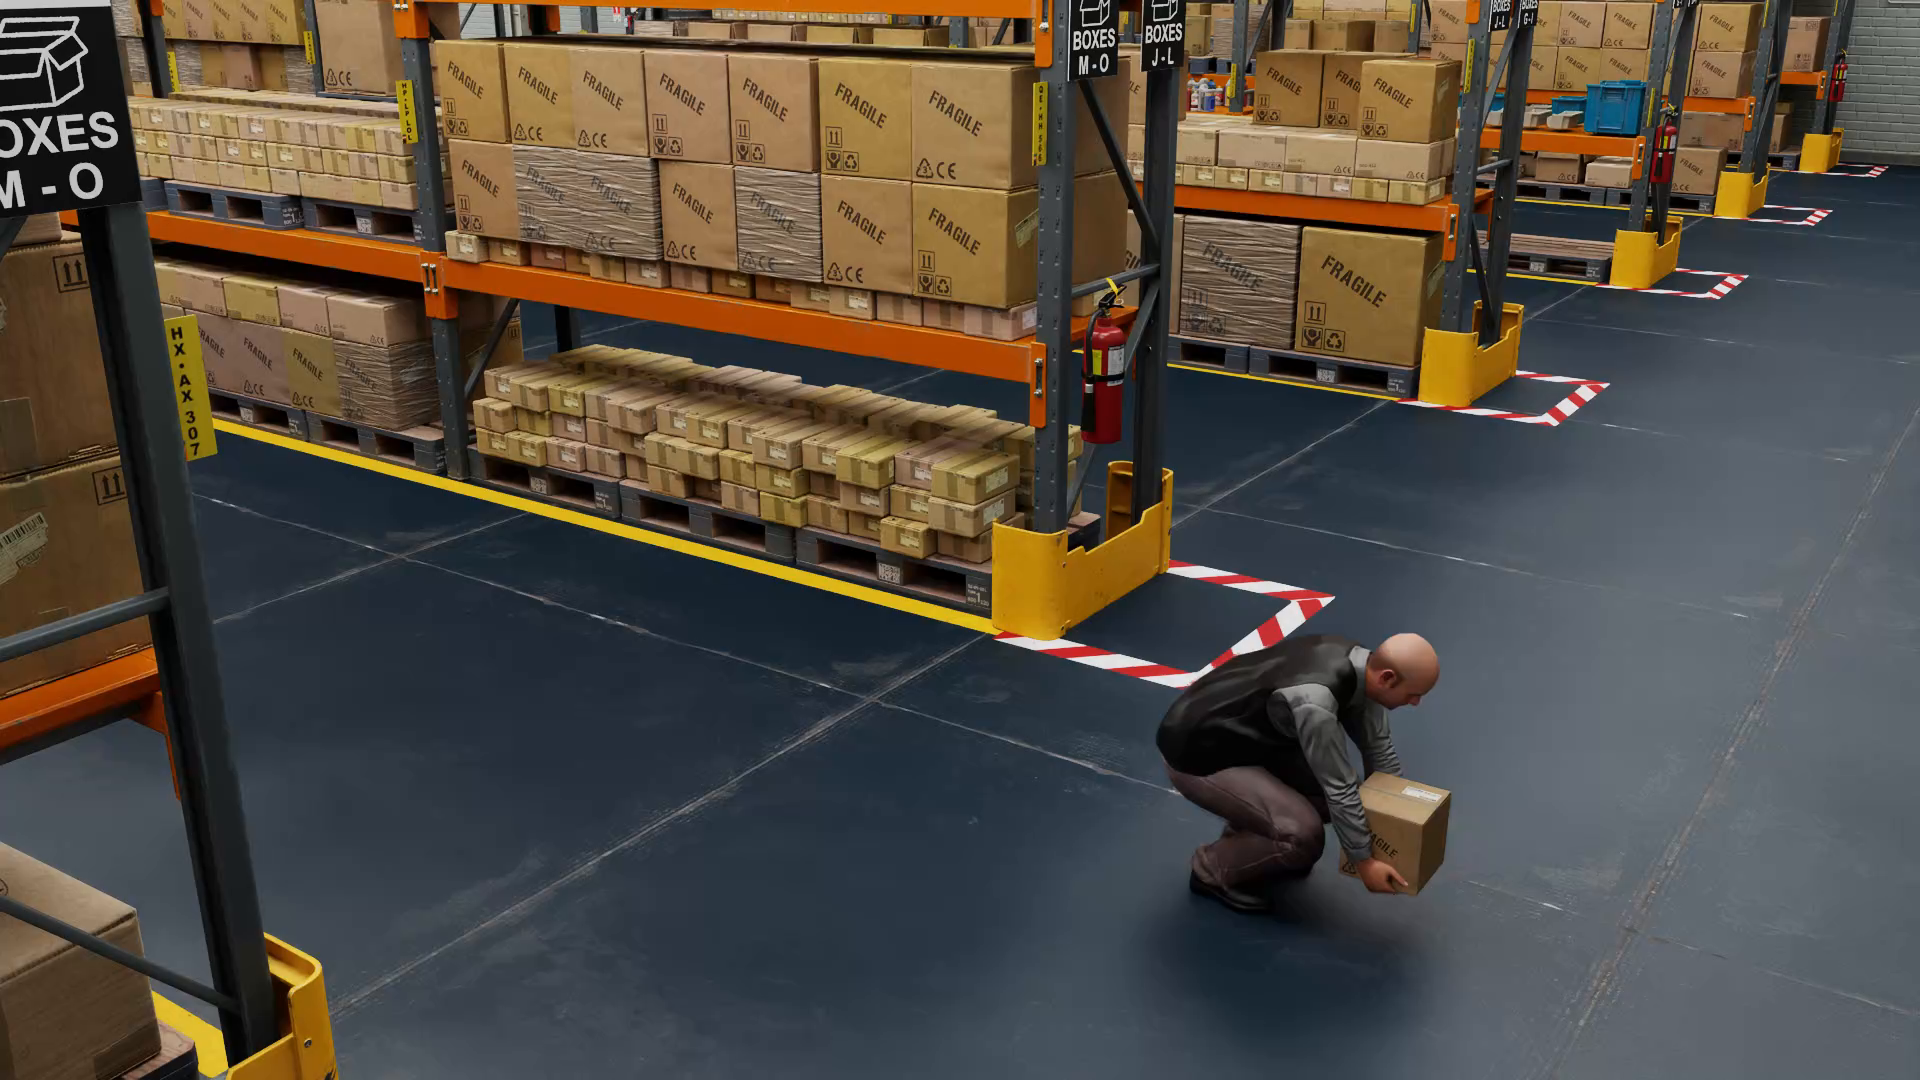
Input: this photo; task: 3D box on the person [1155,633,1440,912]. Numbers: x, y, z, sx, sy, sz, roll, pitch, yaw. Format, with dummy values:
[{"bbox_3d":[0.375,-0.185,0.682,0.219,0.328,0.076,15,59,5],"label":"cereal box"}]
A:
[{"bbox_3d":[1.076,0.703,5.294,0.879,0.959,0.515,12,23,31],"label":"person"}]
